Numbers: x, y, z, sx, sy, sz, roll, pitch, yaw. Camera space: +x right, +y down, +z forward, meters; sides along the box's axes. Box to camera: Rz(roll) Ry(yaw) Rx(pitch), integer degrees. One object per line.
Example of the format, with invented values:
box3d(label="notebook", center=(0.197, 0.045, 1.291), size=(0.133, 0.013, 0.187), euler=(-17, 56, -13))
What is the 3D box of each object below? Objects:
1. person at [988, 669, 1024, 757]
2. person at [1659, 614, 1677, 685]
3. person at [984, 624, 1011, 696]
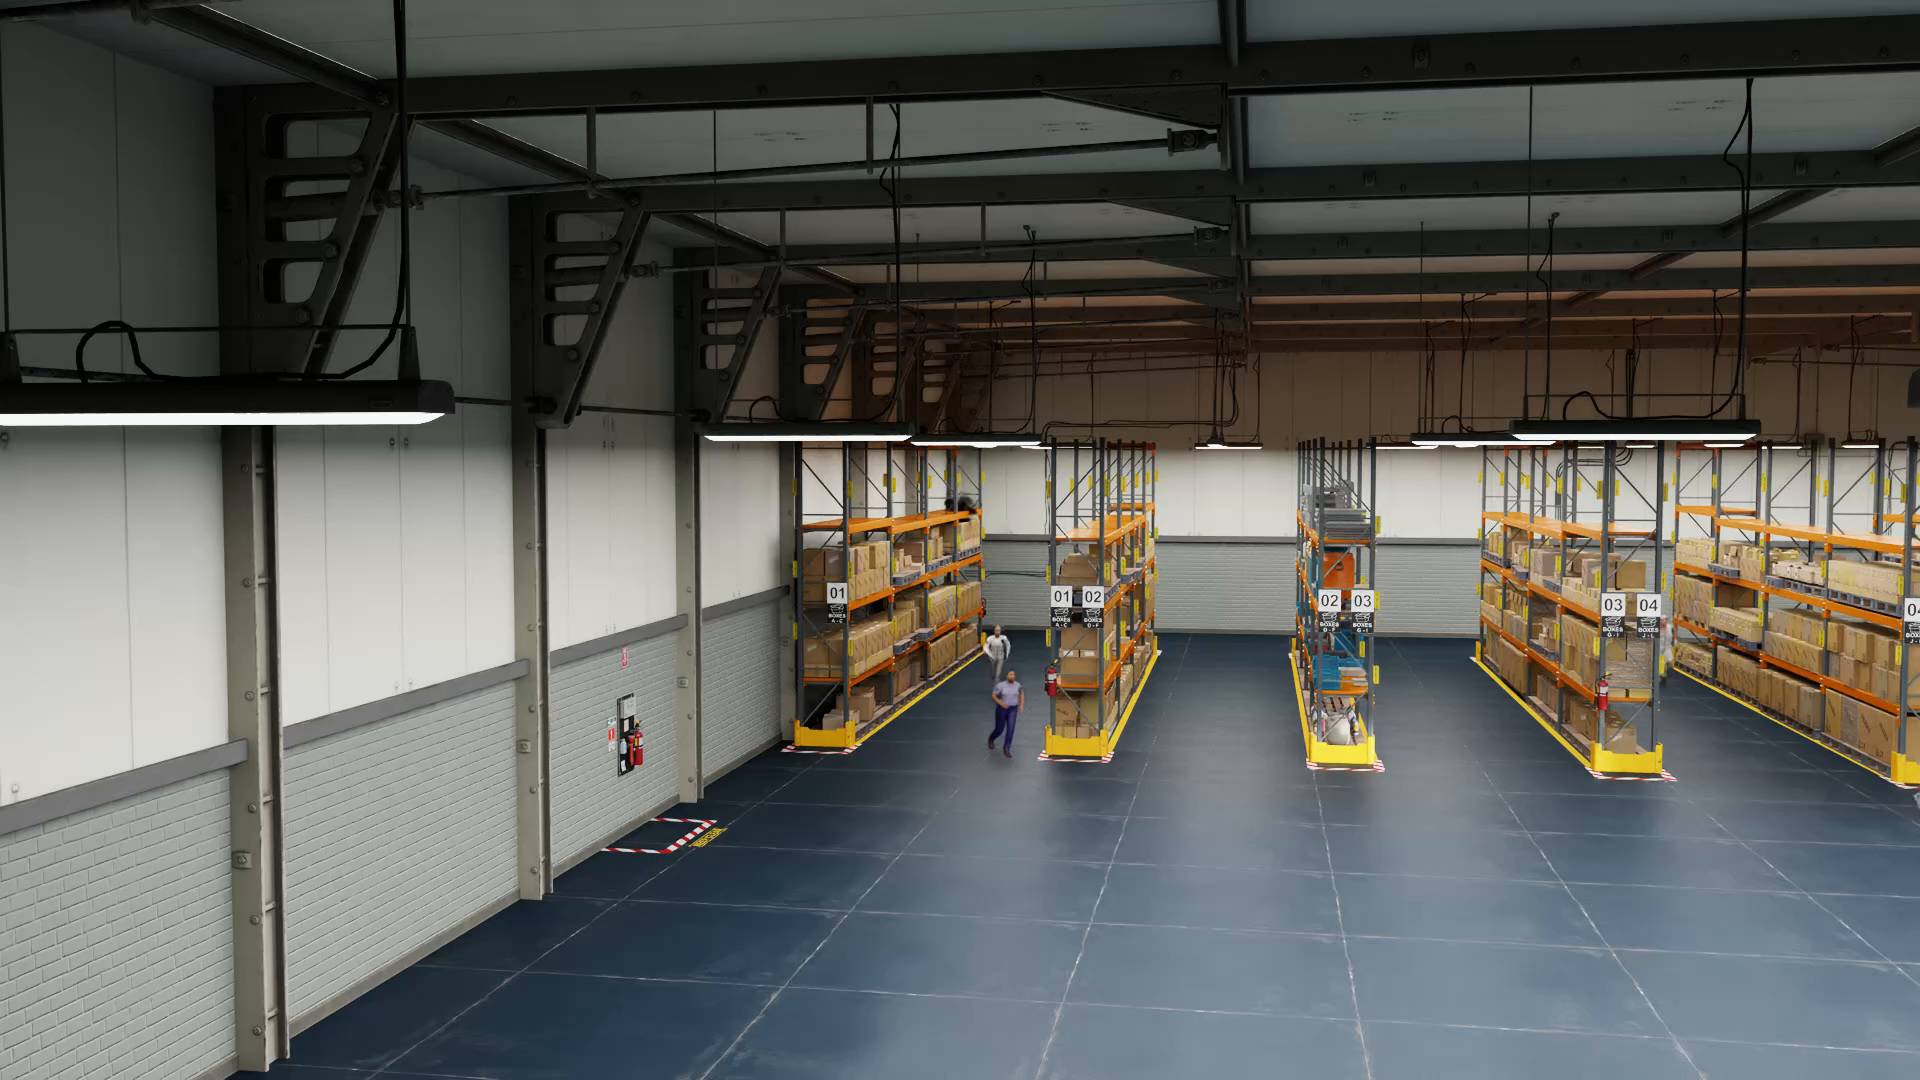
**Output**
box3d(label="person", center=(0.918, 3.262, 31.548), size=(0.661, 1.627, 0.770), euler=(-1, 3, -16))
box3d(label="person", center=(17.216, 2.671, 40.658), size=(0.700, 1.730, 0.792), euler=(0, 3, 9))
box3d(label="person", center=(0.881, 2.819, 39.336), size=(0.641, 1.684, 0.858), euler=(0, 3, 1))
